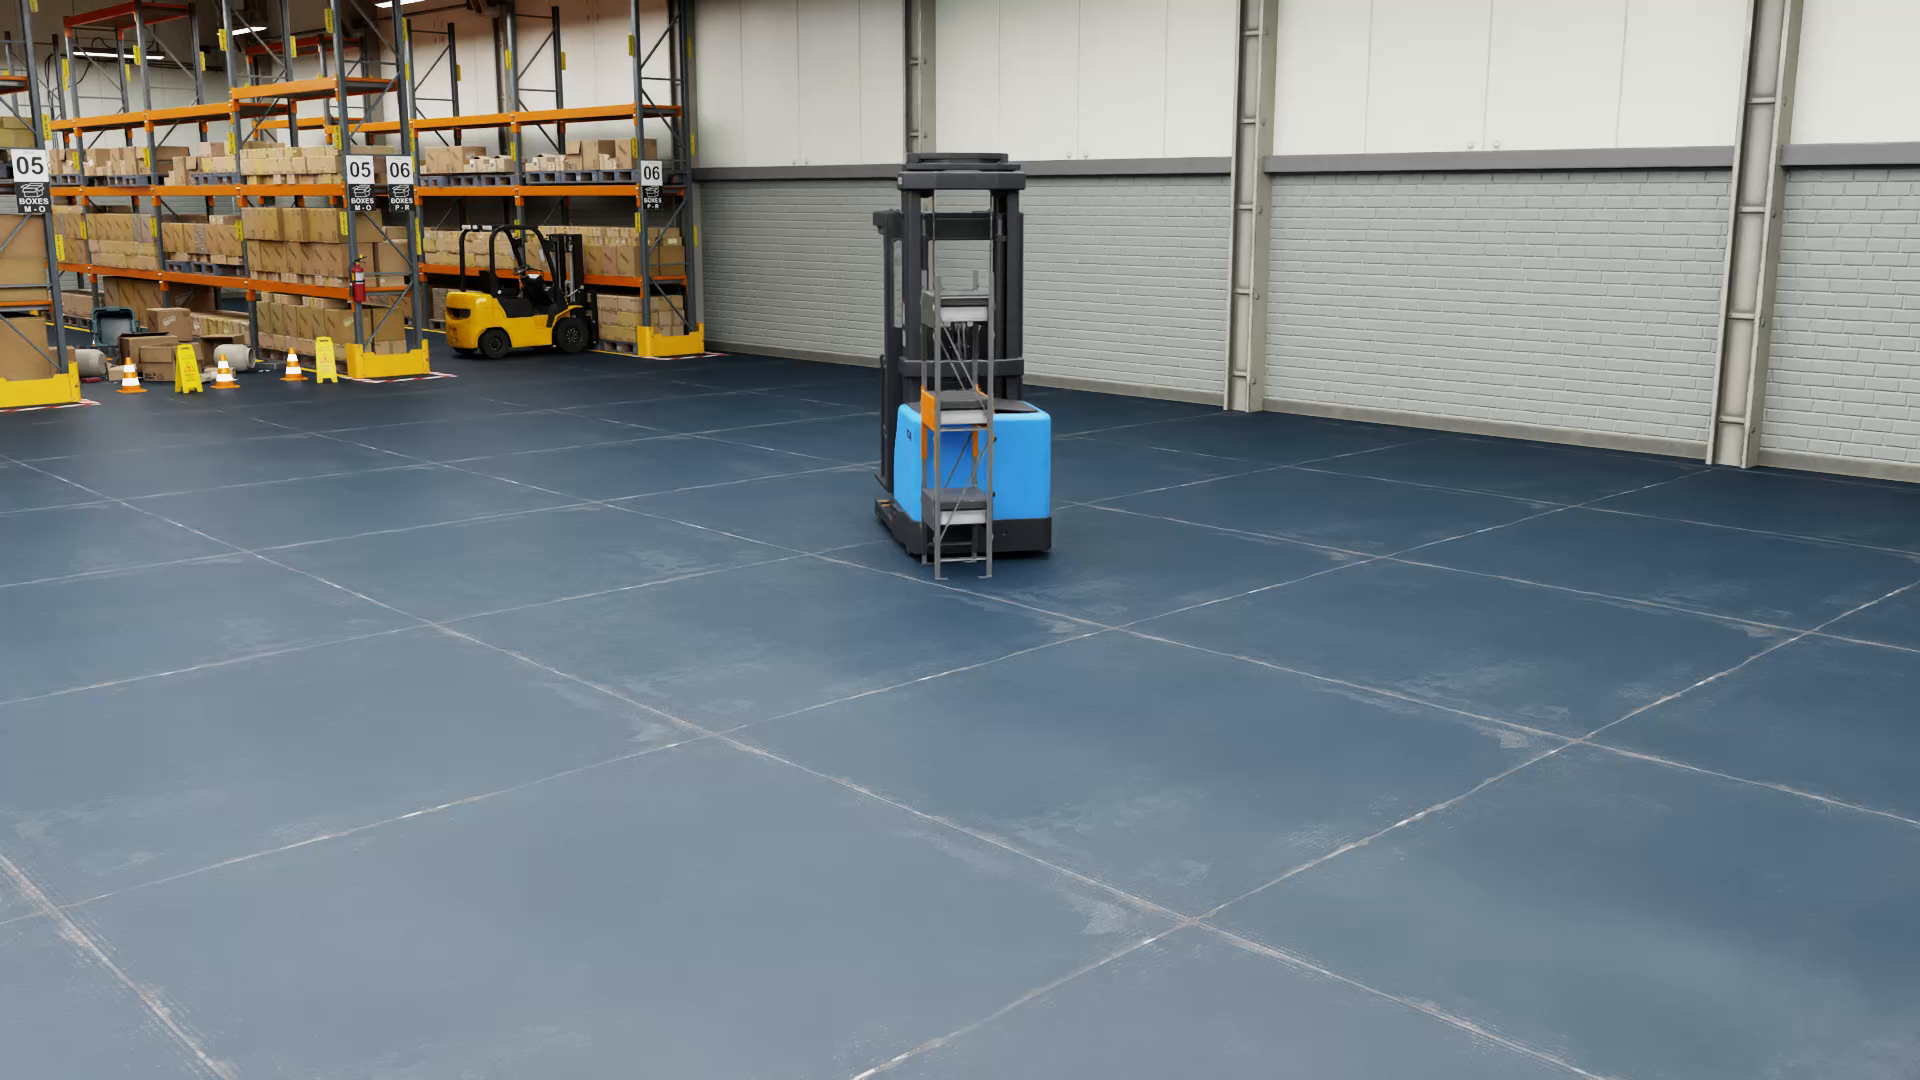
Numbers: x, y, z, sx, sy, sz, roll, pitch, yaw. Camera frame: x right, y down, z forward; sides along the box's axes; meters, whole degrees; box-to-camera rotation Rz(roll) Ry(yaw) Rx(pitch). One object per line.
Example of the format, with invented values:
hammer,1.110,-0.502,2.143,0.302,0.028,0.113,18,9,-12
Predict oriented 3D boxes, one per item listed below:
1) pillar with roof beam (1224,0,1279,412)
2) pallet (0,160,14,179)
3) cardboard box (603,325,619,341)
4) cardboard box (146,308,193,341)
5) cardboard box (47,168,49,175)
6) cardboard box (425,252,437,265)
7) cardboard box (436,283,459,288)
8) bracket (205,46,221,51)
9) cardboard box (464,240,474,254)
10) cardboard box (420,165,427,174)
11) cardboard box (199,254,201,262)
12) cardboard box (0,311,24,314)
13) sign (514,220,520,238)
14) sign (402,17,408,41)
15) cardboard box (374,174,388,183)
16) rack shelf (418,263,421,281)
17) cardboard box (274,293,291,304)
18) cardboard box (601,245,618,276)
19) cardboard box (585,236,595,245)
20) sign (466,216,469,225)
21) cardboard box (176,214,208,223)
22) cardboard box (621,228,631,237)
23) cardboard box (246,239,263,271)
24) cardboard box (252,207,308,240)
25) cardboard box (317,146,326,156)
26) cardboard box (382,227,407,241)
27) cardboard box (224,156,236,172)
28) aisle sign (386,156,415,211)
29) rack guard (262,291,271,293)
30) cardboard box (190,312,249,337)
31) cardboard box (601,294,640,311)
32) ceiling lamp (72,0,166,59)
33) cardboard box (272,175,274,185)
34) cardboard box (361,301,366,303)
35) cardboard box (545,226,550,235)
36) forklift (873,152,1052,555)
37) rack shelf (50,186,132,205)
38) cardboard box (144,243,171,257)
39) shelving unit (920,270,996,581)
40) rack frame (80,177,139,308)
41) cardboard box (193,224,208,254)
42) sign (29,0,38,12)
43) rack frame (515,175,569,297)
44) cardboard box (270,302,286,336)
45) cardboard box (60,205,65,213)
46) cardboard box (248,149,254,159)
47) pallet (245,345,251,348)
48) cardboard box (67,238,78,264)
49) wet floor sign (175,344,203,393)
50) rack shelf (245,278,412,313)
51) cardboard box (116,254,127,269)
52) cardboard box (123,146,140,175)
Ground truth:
pillar with roof beam,0.436,-5.438,17.004,9.100,9.000,0.400,-11,16,-43
pallet,-12.526,-4.759,21.364,1.003,0.211,1.213,-11,16,-43
cardboard box,-5.798,-3.581,28.632,0.500,0.250,0.500,-11,16,-43
cardboard box,-12.525,-3.409,26.343,0.500,0.500,0.500,-11,16,-43
cardboard box,-18.960,-7.676,34.637,0.380,0.149,0.250,-10,15,-41
cardboard box,-10.303,-5.619,33.122,0.500,0.250,0.500,-11,16,-42
cardboard box,-10.568,-5.210,34.311,0.380,0.149,0.250,-10,15,-40
bracket,-19.640,-12.598,42.837,0.076,0.066,5.218,-11,16,-43
cardboard box,-9.239,-5.640,31.988,0.500,0.250,0.500,-11,16,-42
cardboard box,-10.412,-7.307,32.802,0.380,0.166,0.250,-11,16,-43
cardboard box,-12.982,-4.913,28.905,0.380,0.149,0.250,-10,15,-40
cardboard box,-13.131,-2.610,22.369,0.875,0.875,0.875,-11,16,-43
sign,-8.056,-5.659,30.270,0.100,0.325,0.005,-11,16,-43
sign,-8.103,-7.441,24.219,0.100,0.325,0.005,-11,16,-43
cardboard box,-8.490,-5.371,24.736,0.380,0.149,0.250,-11,16,-42
rack shelf,-11.814,-5.731,35.076,1.077,0.370,4.000,-11,16,-43
cardboard box,-10.647,-3.834,26.394,0.380,0.149,0.250,-10,15,-40
cardboard box,-5.789,-4.785,28.454,0.500,0.500,0.500,-10,15,-41
cardboard box,-6.254,-5.186,28.792,0.380,0.149,0.250,-11,16,-42
sign,-10.034,-6.436,33.847,0.100,0.325,0.005,-11,16,-43
cardboard box,-14.184,-5.744,30.630,0.500,0.500,0.500,11,16,43
cardboard box,-5.501,-5.190,28.078,0.380,0.149,0.250,-11,16,-42
cardboard box,-11.156,-4.607,26.852,0.500,0.500,0.500,-11,16,-43
cardboard box,-10.774,-5.027,26.417,0.700,0.500,0.500,-11,16,-42
cardboard box,-9.282,-5.754,24.618,0.380,0.149,0.250,-11,16,-43
cardboard box,-11.694,-6.260,34.565,0.637,0.503,0.797,11,16,44
cardboard box,-11.766,-6.181,27.379,0.500,0.250,0.500,-11,16,-44
aisle sign,-8.229,-5.239,24.463,0.394,0.787,0.004,-11,16,-43
rack guard,-15.905,-5.723,39.452,1.175,0.500,0.348,-11,16,-43
cardboard box,-13.122,-3.827,29.525,0.950,0.372,0.625,-11,16,-44
cardboard box,-5.809,-4.070,28.526,0.500,0.250,0.500,-11,16,-42
ceiling lamp,-19.492,-12.823,38.383,2.000,3.185,0.800,-11,16,-43
cardboard box,-10.508,-5.632,26.004,0.250,0.149,0.380,11,16,43
cardboard box,-12.649,-5.178,35.764,0.500,0.500,0.500,-11,16,-43
cardboard box,-7.236,-5.570,29.922,0.380,0.149,0.250,-11,16,-44
forklift,-0.093,-1.575,13.291,1.130,2.935,3.031,-2,12,-10
rack shelf,-18.164,-7.091,34.246,1.077,0.370,4.000,-11,16,-43
cardboard box,-14.538,-5.305,30.362,0.500,0.250,0.500,-11,16,-43
shelving unit,-0.023,-0.804,11.587,0.431,2.100,0.503,-2,13,-12
rack frame,-16.783,-5.683,33.060,1.000,3.000,0.127,-11,16,-43
cardboard box,-12.801,-5.175,28.573,0.500,0.500,0.500,11,16,43
sign,-11.600,-6.776,20.795,0.100,0.325,0.005,-11,16,-43
rack frame,-7.670,-5.207,30.753,1.000,3.000,0.127,-11,16,-43
cardboard box,-10.667,-3.541,26.580,0.500,0.500,0.500,-10,15,-40
cardboard box,-18.063,-6.735,33.834,0.380,0.149,0.250,-11,16,-44
cardboard box,-11.076,-6.126,26.427,0.380,0.149,0.250,-10,15,-41
pallet,-11.797,-3.263,28.225,1.003,0.211,1.213,-11,16,-43
cardboard box,-17.647,-5.838,33.566,0.500,0.500,0.500,11,16,44
wet floor sign,-10.554,-2.345,22.696,0.232,0.644,0.267,8,14,35
rack shelf,-9.877,-3.871,26.049,1.077,0.370,4.000,-11,16,-43
cardboard box,-15.630,-5.282,31.485,0.500,0.250,0.500,-11,16,-43
cardboard box,-14.841,-6.941,30.444,0.500,0.500,0.700,11,16,42
